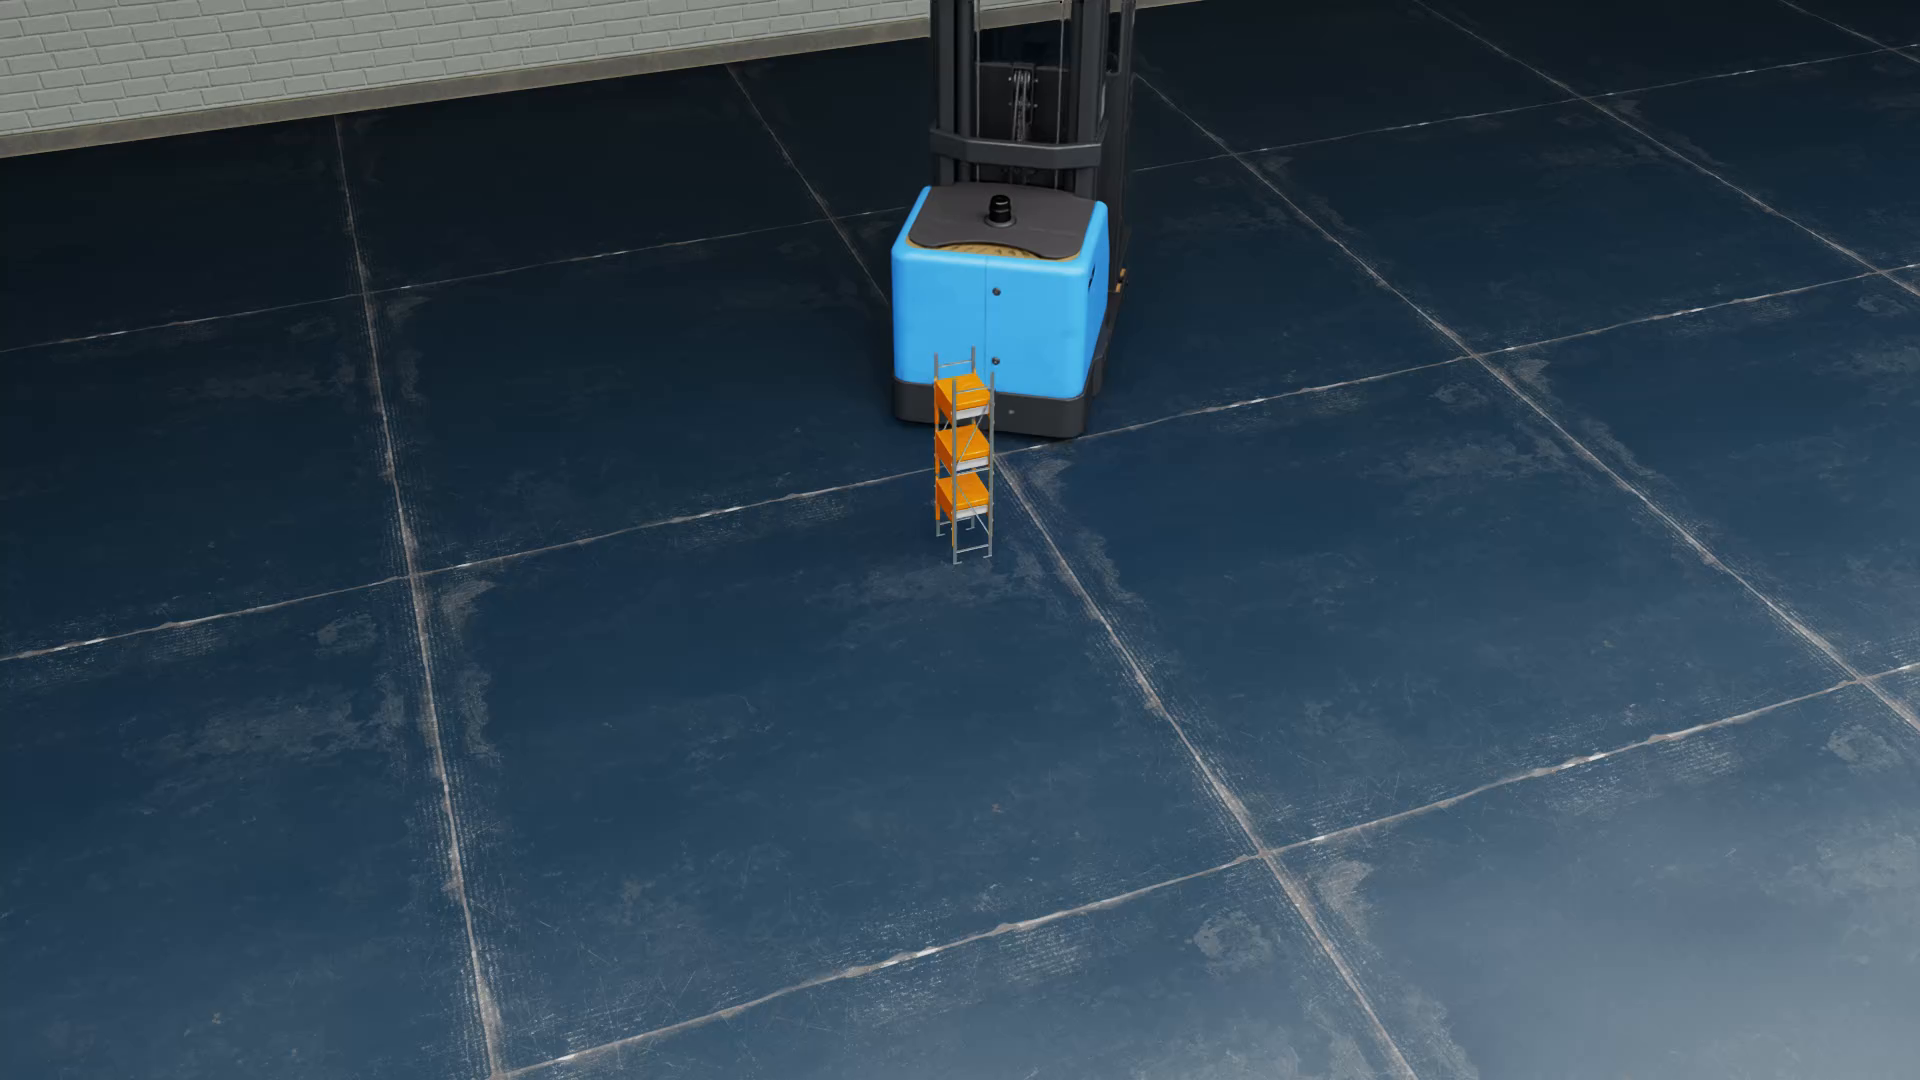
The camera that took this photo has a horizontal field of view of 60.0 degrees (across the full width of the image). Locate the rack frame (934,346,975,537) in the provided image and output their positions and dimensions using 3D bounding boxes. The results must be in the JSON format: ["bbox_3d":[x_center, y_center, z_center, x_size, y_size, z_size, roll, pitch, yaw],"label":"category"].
[{"bbox_3d":[-0.024,-0.458,7.985,0.200,1.050,0.008,-12,39,-16],"label":"rack frame"}]

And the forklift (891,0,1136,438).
[{"bbox_3d":[0.431,-2.600,9.265,1.130,2.935,3.031,7,38,9],"label":"forklift"}]

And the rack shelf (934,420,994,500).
[{"bbox_3d":[0.018,-0.381,7.900,0.215,0.259,0.240,-12,39,-16],"label":"rack shelf"}]

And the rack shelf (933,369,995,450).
[{"bbox_3d":[0.018,-0.607,7.730,0.215,0.259,0.240,-12,39,-16],"label":"rack shelf"}]

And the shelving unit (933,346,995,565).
[{"bbox_3d":[0.018,-0.389,7.894,0.215,1.050,0.252,-12,39,-16],"label":"shelving unit"}]

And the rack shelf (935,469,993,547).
[{"bbox_3d":[0.018,-0.159,8.068,0.215,0.259,0.240,-12,39,-16],"label":"rack shelf"}]

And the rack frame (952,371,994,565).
[{"bbox_3d":[0.060,-0.320,7.803,0.200,1.050,0.008,-12,39,-16],"label":"rack frame"}]
